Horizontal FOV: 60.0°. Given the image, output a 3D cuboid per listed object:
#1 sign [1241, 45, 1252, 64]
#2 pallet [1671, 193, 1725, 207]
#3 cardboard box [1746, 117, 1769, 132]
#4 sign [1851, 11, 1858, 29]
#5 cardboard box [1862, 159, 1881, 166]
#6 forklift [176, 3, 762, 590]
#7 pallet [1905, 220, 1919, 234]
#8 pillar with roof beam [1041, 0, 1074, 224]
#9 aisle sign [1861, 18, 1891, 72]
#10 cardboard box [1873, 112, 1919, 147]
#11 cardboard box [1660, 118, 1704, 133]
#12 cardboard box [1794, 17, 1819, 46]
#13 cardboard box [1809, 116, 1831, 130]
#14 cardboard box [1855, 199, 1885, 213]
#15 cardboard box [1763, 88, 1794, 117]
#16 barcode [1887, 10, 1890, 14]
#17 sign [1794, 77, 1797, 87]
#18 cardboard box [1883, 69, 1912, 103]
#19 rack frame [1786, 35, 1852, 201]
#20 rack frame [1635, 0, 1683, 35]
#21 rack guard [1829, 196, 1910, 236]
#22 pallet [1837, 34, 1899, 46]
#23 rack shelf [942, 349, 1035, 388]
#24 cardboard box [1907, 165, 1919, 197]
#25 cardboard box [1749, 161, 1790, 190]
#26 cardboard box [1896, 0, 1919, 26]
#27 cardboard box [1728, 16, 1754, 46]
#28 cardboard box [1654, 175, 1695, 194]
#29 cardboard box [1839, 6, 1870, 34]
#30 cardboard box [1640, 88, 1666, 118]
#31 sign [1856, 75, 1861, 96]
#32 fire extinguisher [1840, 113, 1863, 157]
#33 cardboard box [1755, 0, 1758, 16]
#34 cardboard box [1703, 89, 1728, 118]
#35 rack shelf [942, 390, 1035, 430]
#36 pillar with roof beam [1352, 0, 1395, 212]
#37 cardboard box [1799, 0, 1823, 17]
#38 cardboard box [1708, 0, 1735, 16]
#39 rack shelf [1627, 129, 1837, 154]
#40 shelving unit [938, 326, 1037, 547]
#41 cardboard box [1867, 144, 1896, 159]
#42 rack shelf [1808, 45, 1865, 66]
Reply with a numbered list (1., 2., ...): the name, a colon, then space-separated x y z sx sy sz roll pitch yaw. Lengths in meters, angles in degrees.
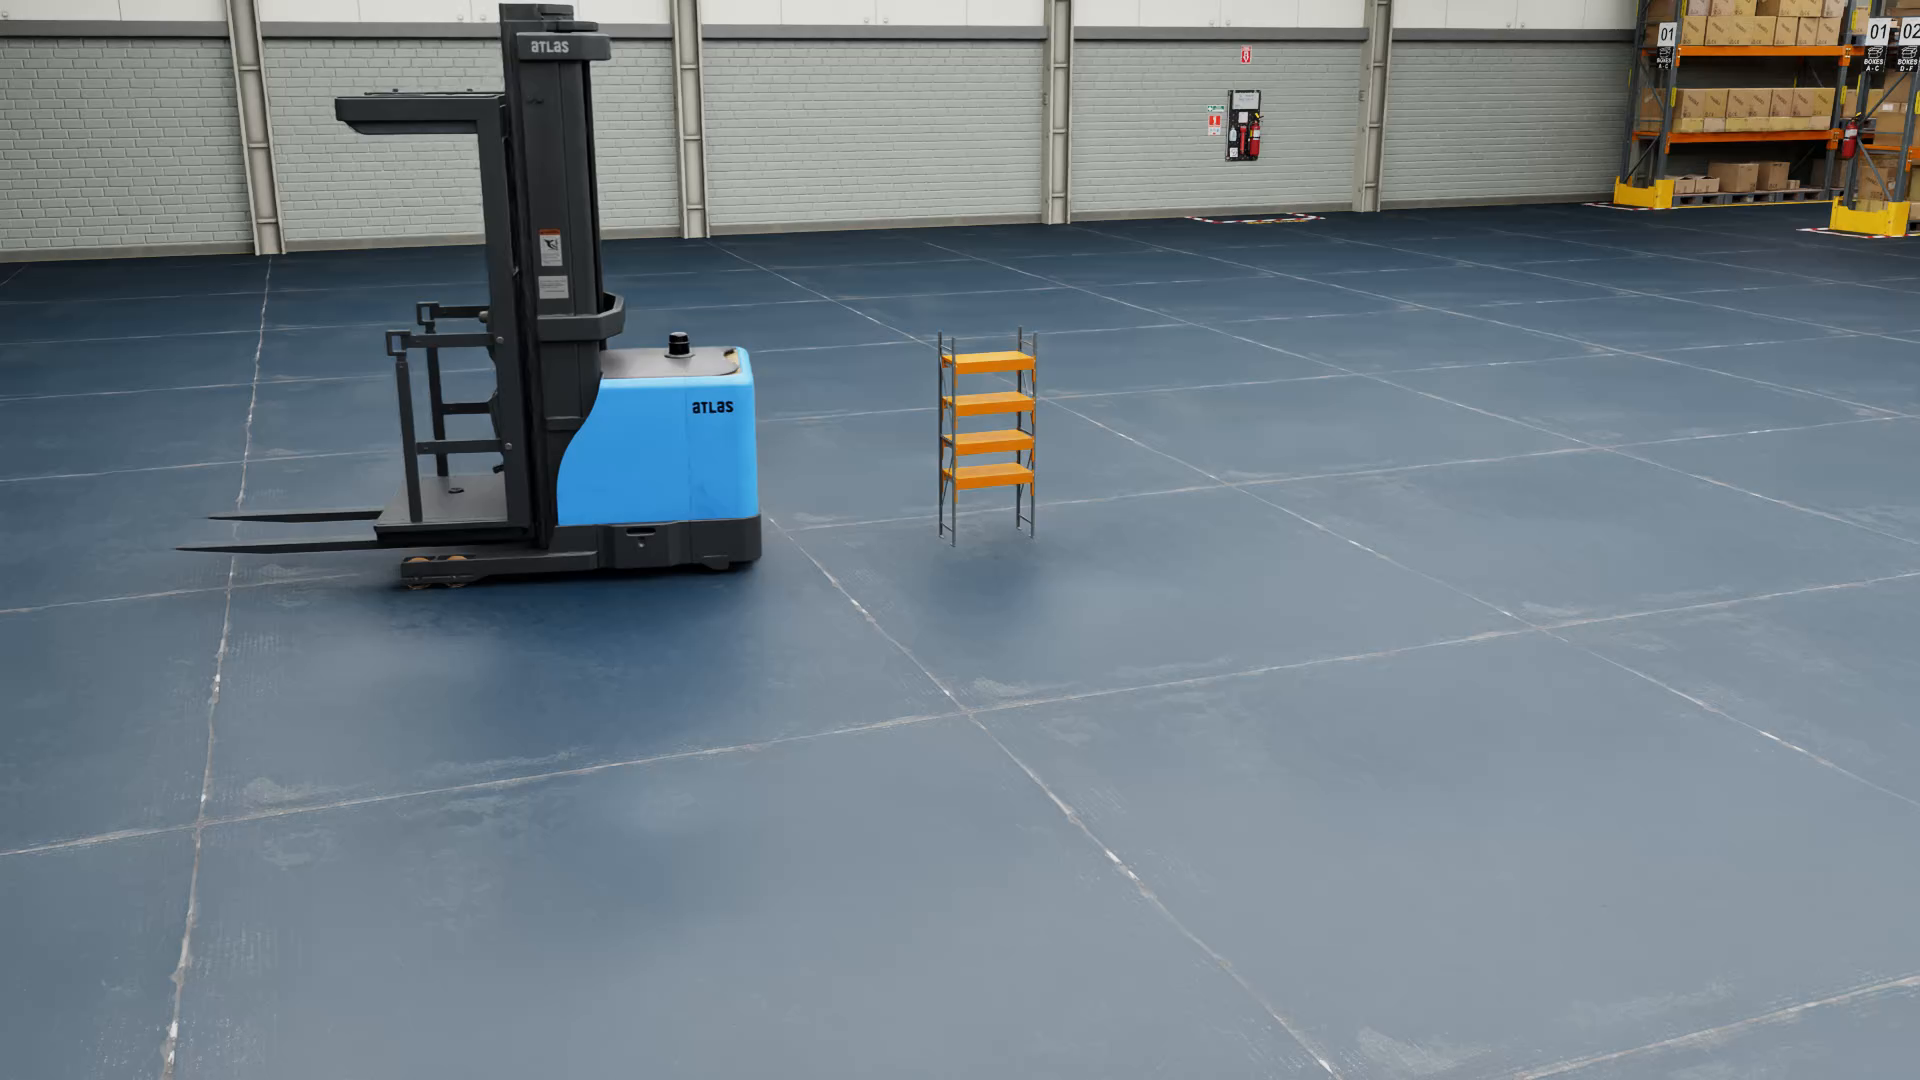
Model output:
1. sign: 4.811 -8.160 27.949 0.199 0.298 0.001 -6 17 -20
2. pallet: 13.276 -6.311 30.714 1.213 0.211 1.003 -6 17 -20
3. cardboard box: 14.433 -7.628 30.482 0.500 0.250 0.500 -6 17 -20
4. sign: 16.370 -9.517 30.442 0.005 0.325 0.100 -6 17 -20
5. cardboard box: 17.315 -7.128 32.202 0.500 0.500 0.700 -7 18 -21
6. forklift: -2.640 -1.306 8.845 3.031 2.935 1.130 -3 17 -9
7. pallet: 14.909 -5.016 26.304 1.213 0.211 1.003 -6 17 -20
8. pillar with roof beam: 3.113 -8.403 22.241 0.400 9.000 9.100 -6 17 -20
9. aisle sign: 14.043 -7.584 25.485 0.004 0.787 0.394 -6 17 -20
10. cardboard box: 14.650 -6.357 25.746 0.500 0.500 0.700 -6 17 -20
11. cardboard box: 13.003 -7.472 29.949 0.500 0.250 0.500 -7 18 -22
12. cardboard box: 15.309 -9.305 30.425 0.500 0.500 0.500 -8 18 -25
13. cardboard box: 15.835 -7.782 31.006 0.500 0.250 0.500 -6 17 -20
14. cardboard box: 14.605 -5.280 26.388 0.500 0.250 0.500 -6 17 -20
15. cardboard box: 14.900 -8.041 30.555 0.500 0.500 0.500 -7 18 -22
16. barcode: 14.319 -8.141 25.642 0.075 0.075 0.001 -6 17 -20
17. sign: 15.967 -8.673 31.754 0.005 0.325 0.100 -6 17 -20
18. cardboard box: 14.700 -6.985 25.581 0.500 0.500 0.700 -6 17 -20
19. rack frame: 16.169 -7.972 31.421 0.127 3.000 1.000 -6 17 -20
20. rack frame: 12.434 -10.447 29.203 0.127 3.000 1.000 -6 17 -20
21. rack guard: 14.187 -5.064 25.955 0.348 0.500 1.175 -6 17 -20
22. pallet: 16.784 -9.355 31.142 1.003 0.211 1.213 -6 17 -20
23. rack shelf: 0.155 -0.969 9.375 0.480 0.148 0.258 -6 17 -20
24. cardboard box: 15.533 -5.745 26.641 0.500 0.500 0.500 -6 17 -20
25. cardboard box: 15.214 -6.868 31.319 0.500 0.500 0.500 -8 18 -24
26. cardboard box: 14.748 -8.080 25.289 0.637 0.503 0.797 -5 17 -16
27. cardboard box: 13.833 -9.132 29.834 0.500 0.500 0.500 -5 17 -18
28. cardboard box: 13.112 -6.536 30.522 0.500 0.311 0.500 -8 18 -26
29. cardboard box: 16.708 -9.695 31.042 0.500 0.500 0.500 -4 17 -12
30. cardboard box: 12.798 -7.970 30.313 0.500 0.500 0.500 -6 18 -21
31. sign: 14.029 -7.079 25.906 0.005 0.325 0.100 -6 17 -20
32. fire extinguisher: 13.933 -6.339 25.998 0.183 0.674 0.296 -6 17 -20
33. cardboard box: 14.189 -9.808 30.363 0.500 0.500 0.500 -6 17 -20
34. cardboard box: 13.452 -7.882 30.016 0.500 0.500 0.500 -6 17 -20
35. rack shelf: 0.155 -0.742 9.442 0.480 0.148 0.258 -6 17 -20
36. pillar with roof beam: 8.716 -9.008 24.301 0.400 9.000 9.100 -6 17 -20
37. cardboard box: 15.287 -9.768 30.227 0.500 0.500 0.500 -5 17 -17
38. cardboard box: 13.367 -9.557 29.509 0.500 0.500 0.500 -6 18 -21
39. rack shelf: 14.301 -7.425 30.836 4.000 0.370 1.077 -6 17 -20
40. shelving unit: 0.155 -0.592 9.486 0.503 1.200 0.258 -6 17 -20
41. cardboard box: 17.745 -7.521 32.210 0.500 0.250 0.500 -7 18 -22
42. rack shelf: 18.037 -9.268 31.787 4.000 0.370 1.077 -6 17 -20
